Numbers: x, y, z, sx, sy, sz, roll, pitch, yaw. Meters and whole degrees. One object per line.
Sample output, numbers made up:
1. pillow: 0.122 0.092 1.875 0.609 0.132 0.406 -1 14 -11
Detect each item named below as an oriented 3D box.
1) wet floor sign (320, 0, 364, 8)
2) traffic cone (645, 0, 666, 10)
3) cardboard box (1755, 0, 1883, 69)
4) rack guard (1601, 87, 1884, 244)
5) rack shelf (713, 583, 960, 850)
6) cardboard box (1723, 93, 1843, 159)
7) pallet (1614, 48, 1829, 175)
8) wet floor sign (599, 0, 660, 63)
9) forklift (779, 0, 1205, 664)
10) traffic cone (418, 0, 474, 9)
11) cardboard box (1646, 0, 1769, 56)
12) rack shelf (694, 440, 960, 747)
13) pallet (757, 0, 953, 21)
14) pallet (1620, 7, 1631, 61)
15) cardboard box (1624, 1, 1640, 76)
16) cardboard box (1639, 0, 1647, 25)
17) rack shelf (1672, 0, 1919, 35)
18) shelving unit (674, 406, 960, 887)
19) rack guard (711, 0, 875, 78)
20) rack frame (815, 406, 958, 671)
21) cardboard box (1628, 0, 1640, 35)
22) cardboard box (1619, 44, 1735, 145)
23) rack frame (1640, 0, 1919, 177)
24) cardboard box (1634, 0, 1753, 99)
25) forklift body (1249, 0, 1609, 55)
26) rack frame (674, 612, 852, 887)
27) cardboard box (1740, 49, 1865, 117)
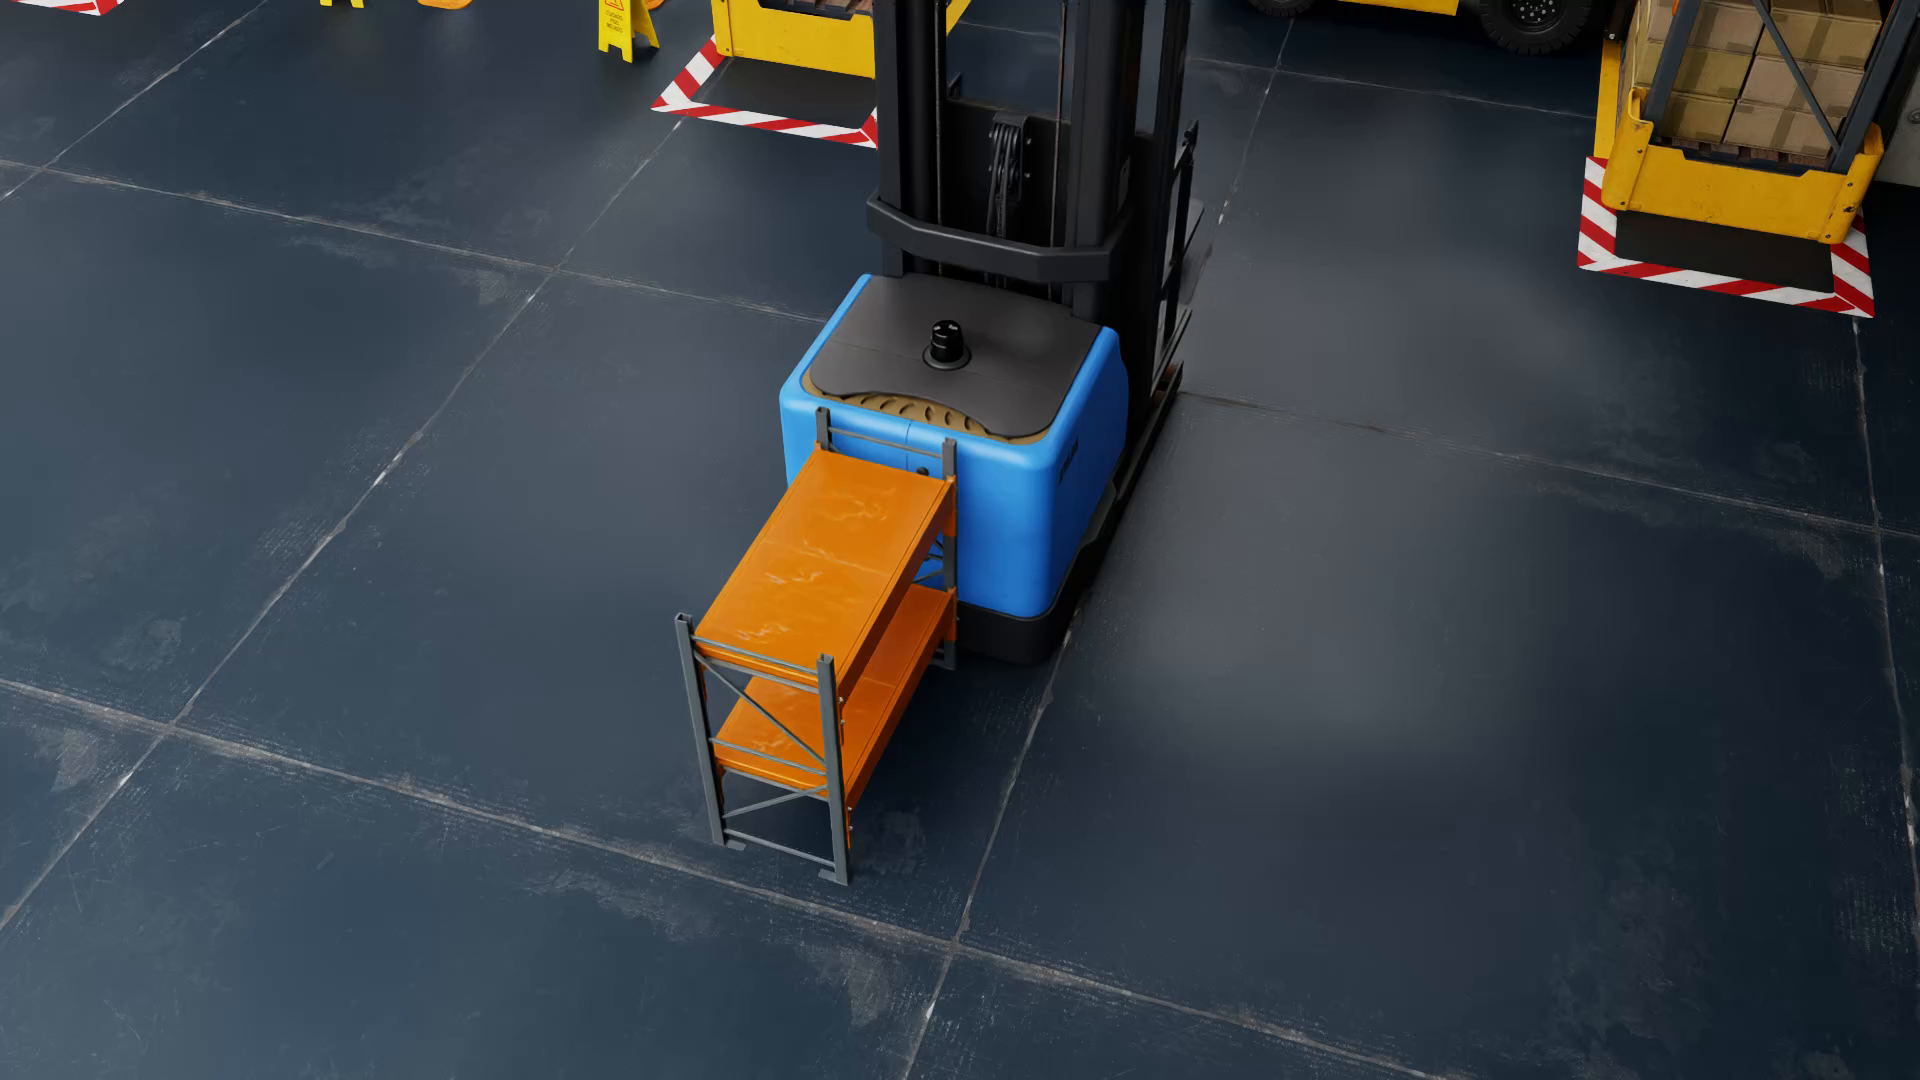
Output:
1. wet floor sign: -3.714 -3.530 9.896 0.267 0.644 0.232 5 45 5
2. traffic cone: -1.943 -3.483 9.978 0.336 0.463 0.334 13 46 13
3. cardboard box: 4.213 -2.586 8.198 0.500 0.250 0.500 12 46 12
4. rack guard: 3.880 -1.871 8.305 1.175 0.500 0.348 13 46 13
5. rack shelf: -0.426 0.528 5.756 0.538 0.278 1.000 15 46 14
6. cardboard box: 4.223 -2.234 8.554 0.500 0.250 0.500 13 46 13
7. pallet: 4.079 -2.303 8.952 1.003 0.211 1.213 13 46 13
8. wet floor sign: -1.921 -3.088 9.444 0.267 0.644 0.232 28 51 26
9. forklift: 0.345 -1.633 6.323 1.130 2.935 3.031 15 46 14
10. traffic cone: -3.104 -3.491 9.987 0.336 0.463 0.334 13 46 13
11. cardboard box: 3.730 -2.678 8.293 0.500 0.250 0.500 14 46 14
12. rack shelf: -0.426 0.144 5.380 0.538 0.278 1.000 15 46 14
13. pallet: -0.541 -3.417 10.091 1.003 0.211 1.213 13 46 13
14. pallet: 4.451 -3.113 9.780 1.003 0.211 1.213 13 46 13
15. cardboard box: 3.888 -2.658 8.987 0.500 0.250 0.500 13 46 12
16. cardboard box: 3.899 -2.849 8.825 0.500 0.250 0.500 12 46 12
17. rack shelf: 4.493 -3.857 9.061 1.077 0.370 4.000 13 46 13
18. shelving unit: -0.426 0.353 5.585 0.538 1.125 1.048 15 46 14
19. rack guard: -0.821 -2.987 9.445 1.175 0.500 0.348 13 46 13
20. rack frame: -0.248 0.020 5.925 0.500 1.125 0.032 15 46 14
21. cardboard box: 4.048 -2.989 9.326 0.500 0.250 0.500 13 46 13
22. cardboard box: 3.729 -2.328 8.650 0.500 0.250 0.500 13 46 13
23. rack frame: 3.888 -2.781 7.447 1.000 3.000 0.127 13 46 13
24. cardboard box: 3.737 -2.517 8.486 0.500 0.250 0.500 12 46 12
25. forklift body: 2.723 -4.128 9.430 2.313 2.155 1.214 13 46 13
26. rack frame: -0.604 0.686 5.244 0.500 1.125 0.032 15 46 14
27. cardboard box: 4.228 -2.396 8.362 0.500 0.250 0.500 13 46 13
